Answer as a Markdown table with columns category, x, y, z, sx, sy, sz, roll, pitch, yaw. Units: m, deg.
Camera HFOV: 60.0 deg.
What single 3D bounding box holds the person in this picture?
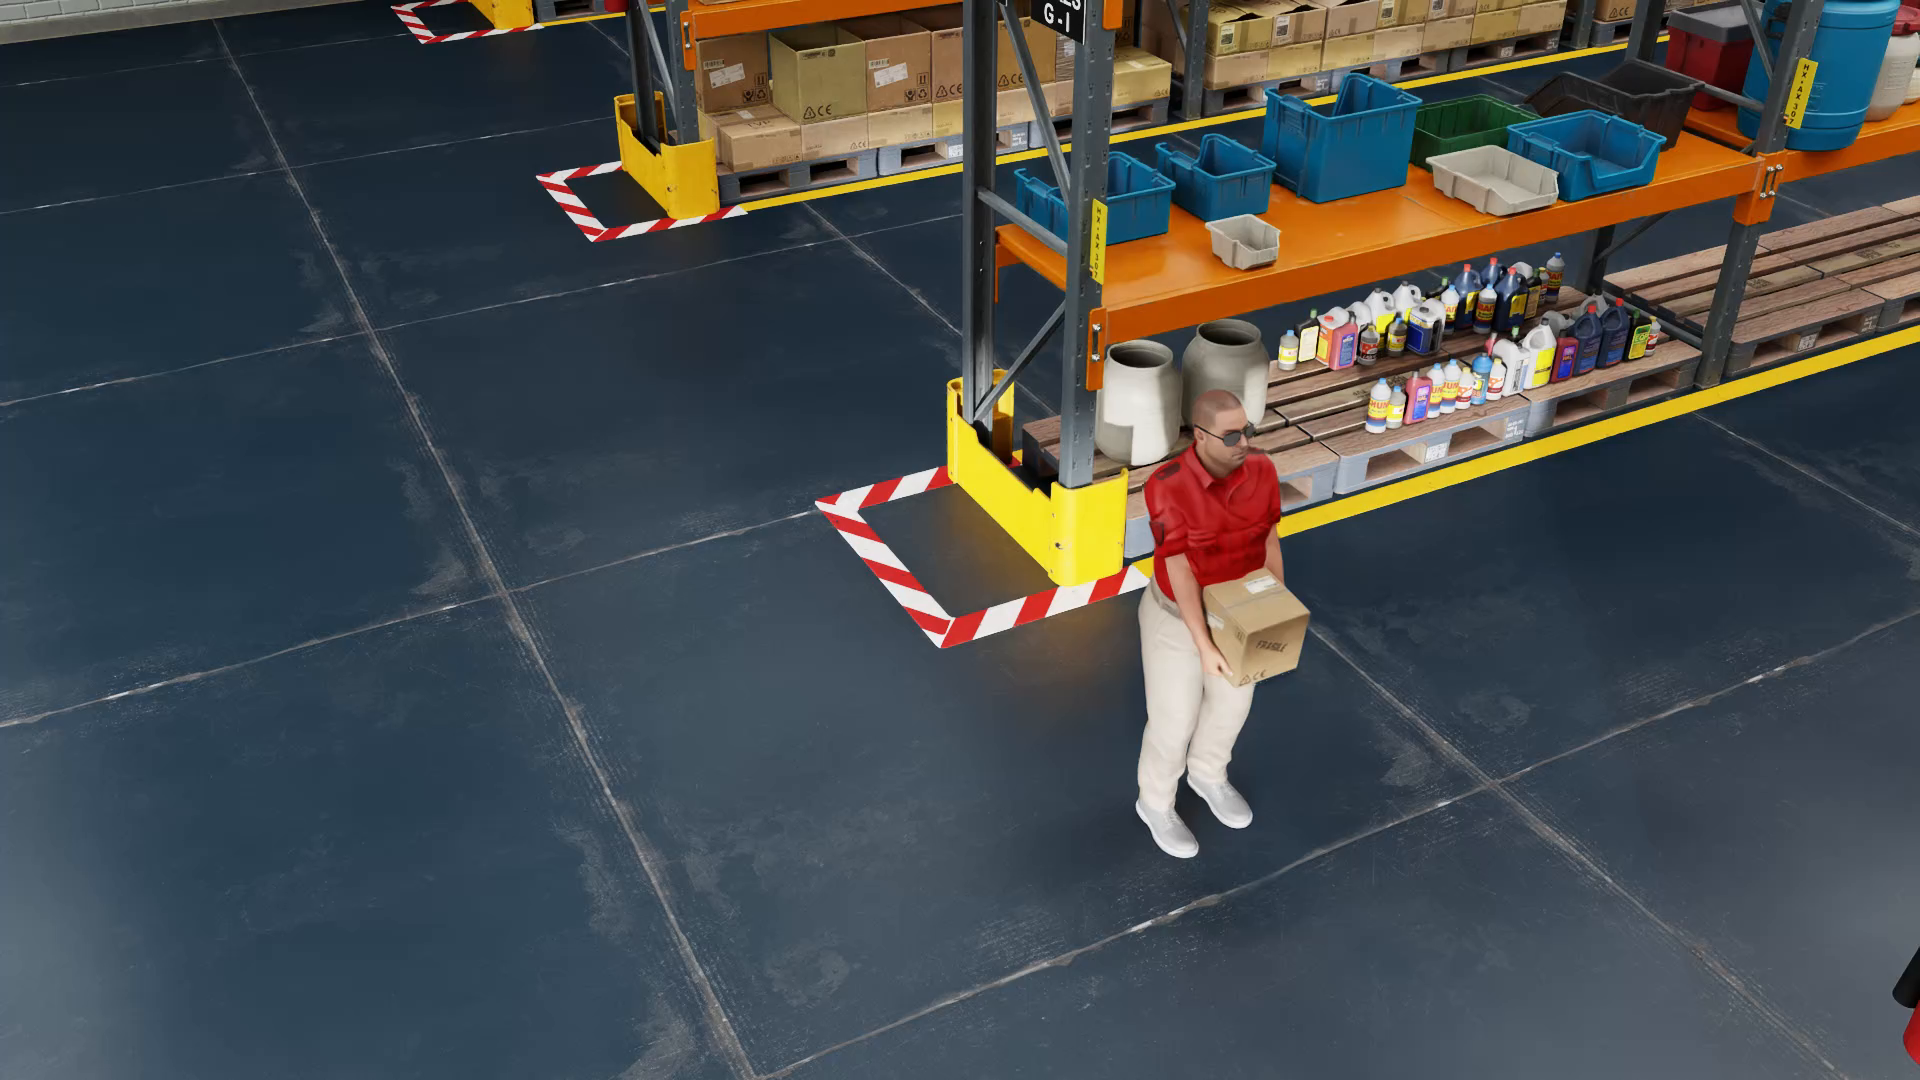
| category | x | y | z | sx | sy | sz | roll | pitch | yaw |
| --- | --- | --- | --- | --- | --- | --- | --- | --- | --- |
| person | 0.888 | 0.318 | 5.672 | 0.490 | 1.724 | 0.541 | -16 | 36 | -23 |
